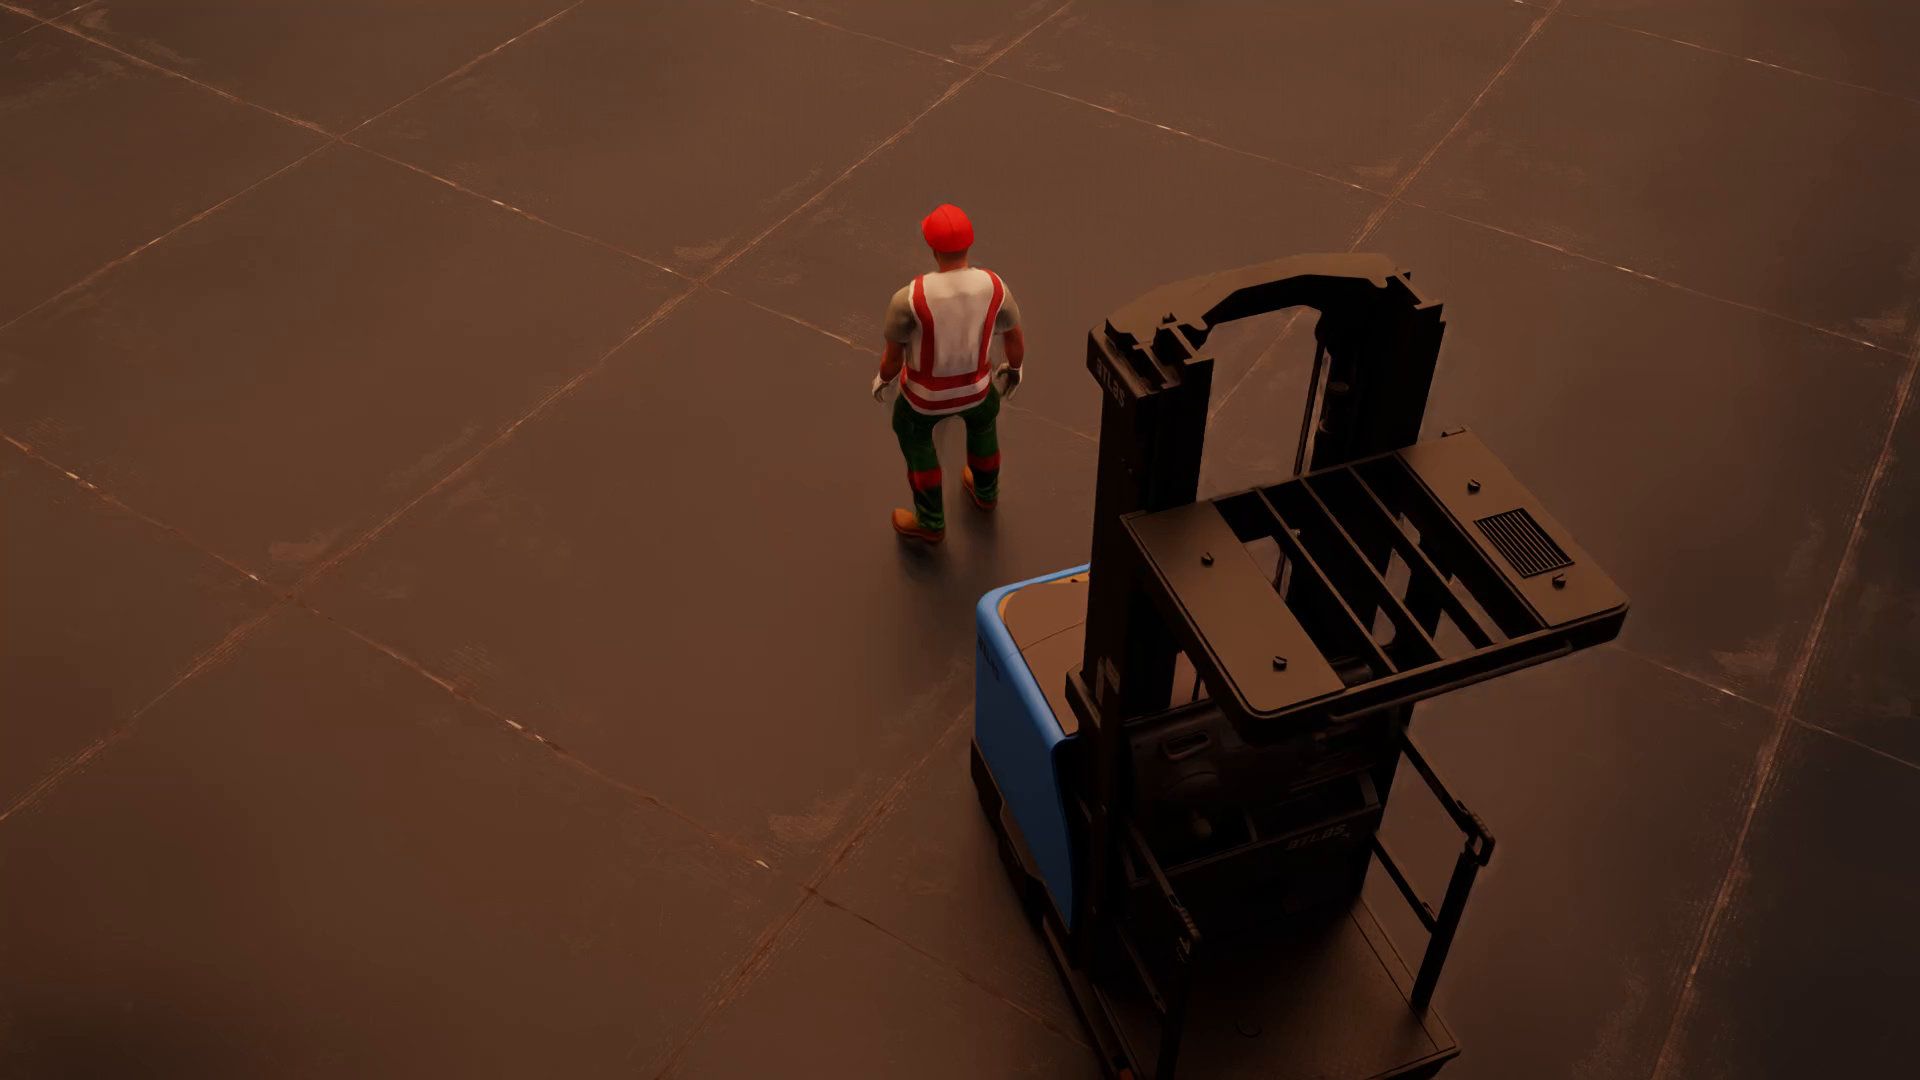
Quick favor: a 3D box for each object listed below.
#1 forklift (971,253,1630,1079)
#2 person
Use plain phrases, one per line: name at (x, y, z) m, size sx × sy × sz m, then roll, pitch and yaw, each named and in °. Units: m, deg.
forklift at (1.037, 0.747, 5.061) m, size 1.130 × 2.935 × 3.031 m, roll -14°, pitch 45°, yaw -15°
person at (-0.059, -0.751, 7.456) m, size 0.693 × 1.745 × 0.551 m, roll -11°, pitch 45°, yaw -12°
